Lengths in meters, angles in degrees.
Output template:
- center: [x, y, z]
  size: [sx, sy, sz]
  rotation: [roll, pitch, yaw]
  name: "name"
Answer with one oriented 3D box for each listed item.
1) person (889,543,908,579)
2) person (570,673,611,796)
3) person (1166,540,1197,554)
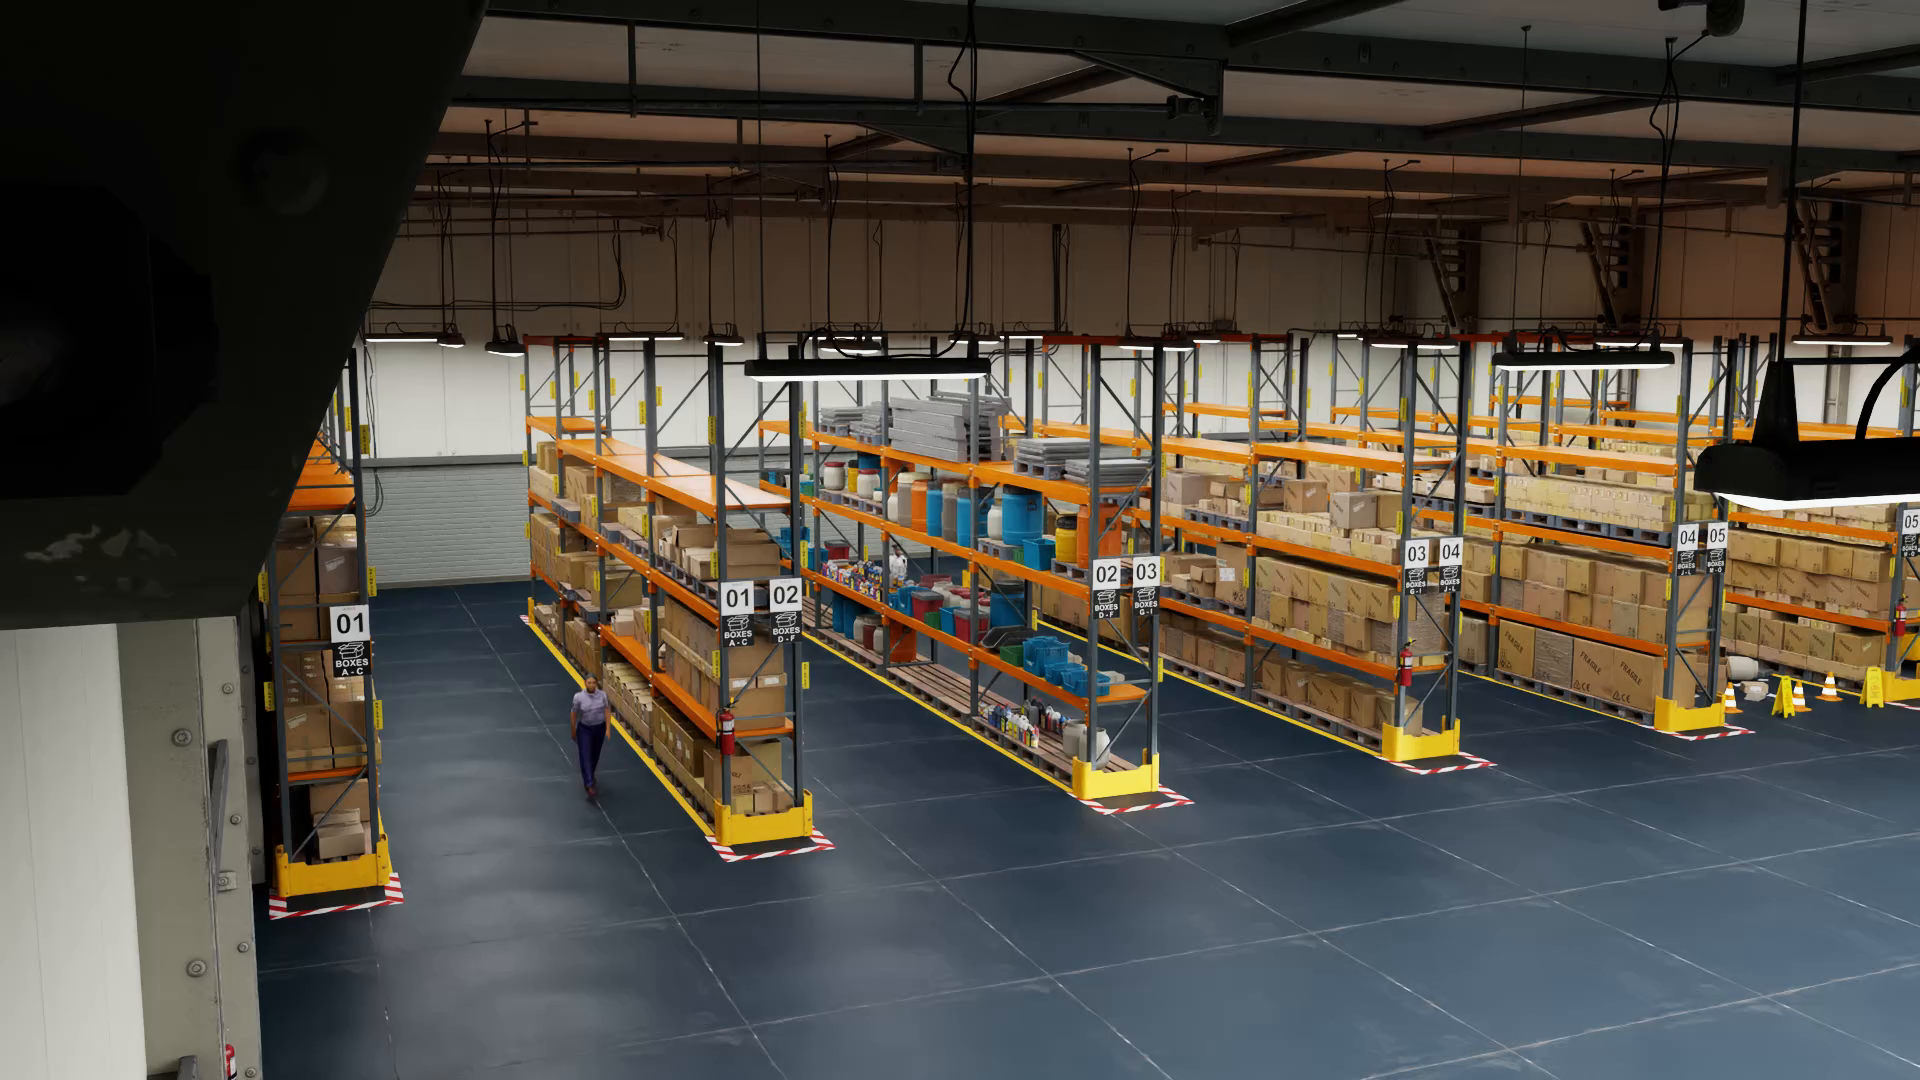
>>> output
- center: [-1.326, 0.856, 35.012]
  size: [0.510, 1.616, 1.049]
  rotation: [-3, 8, -23]
  name: "person"
- center: [-4.911, 2.577, 22.257]
  size: [0.507, 1.576, 1.005]
  rotation: [-5, 9, -34]
  name: "person"
- center: [5.960, -0.347, 43.989]
  size: [1.045, 1.677, 0.539]
  rotation: [2, 8, 17]
  name: "person"
